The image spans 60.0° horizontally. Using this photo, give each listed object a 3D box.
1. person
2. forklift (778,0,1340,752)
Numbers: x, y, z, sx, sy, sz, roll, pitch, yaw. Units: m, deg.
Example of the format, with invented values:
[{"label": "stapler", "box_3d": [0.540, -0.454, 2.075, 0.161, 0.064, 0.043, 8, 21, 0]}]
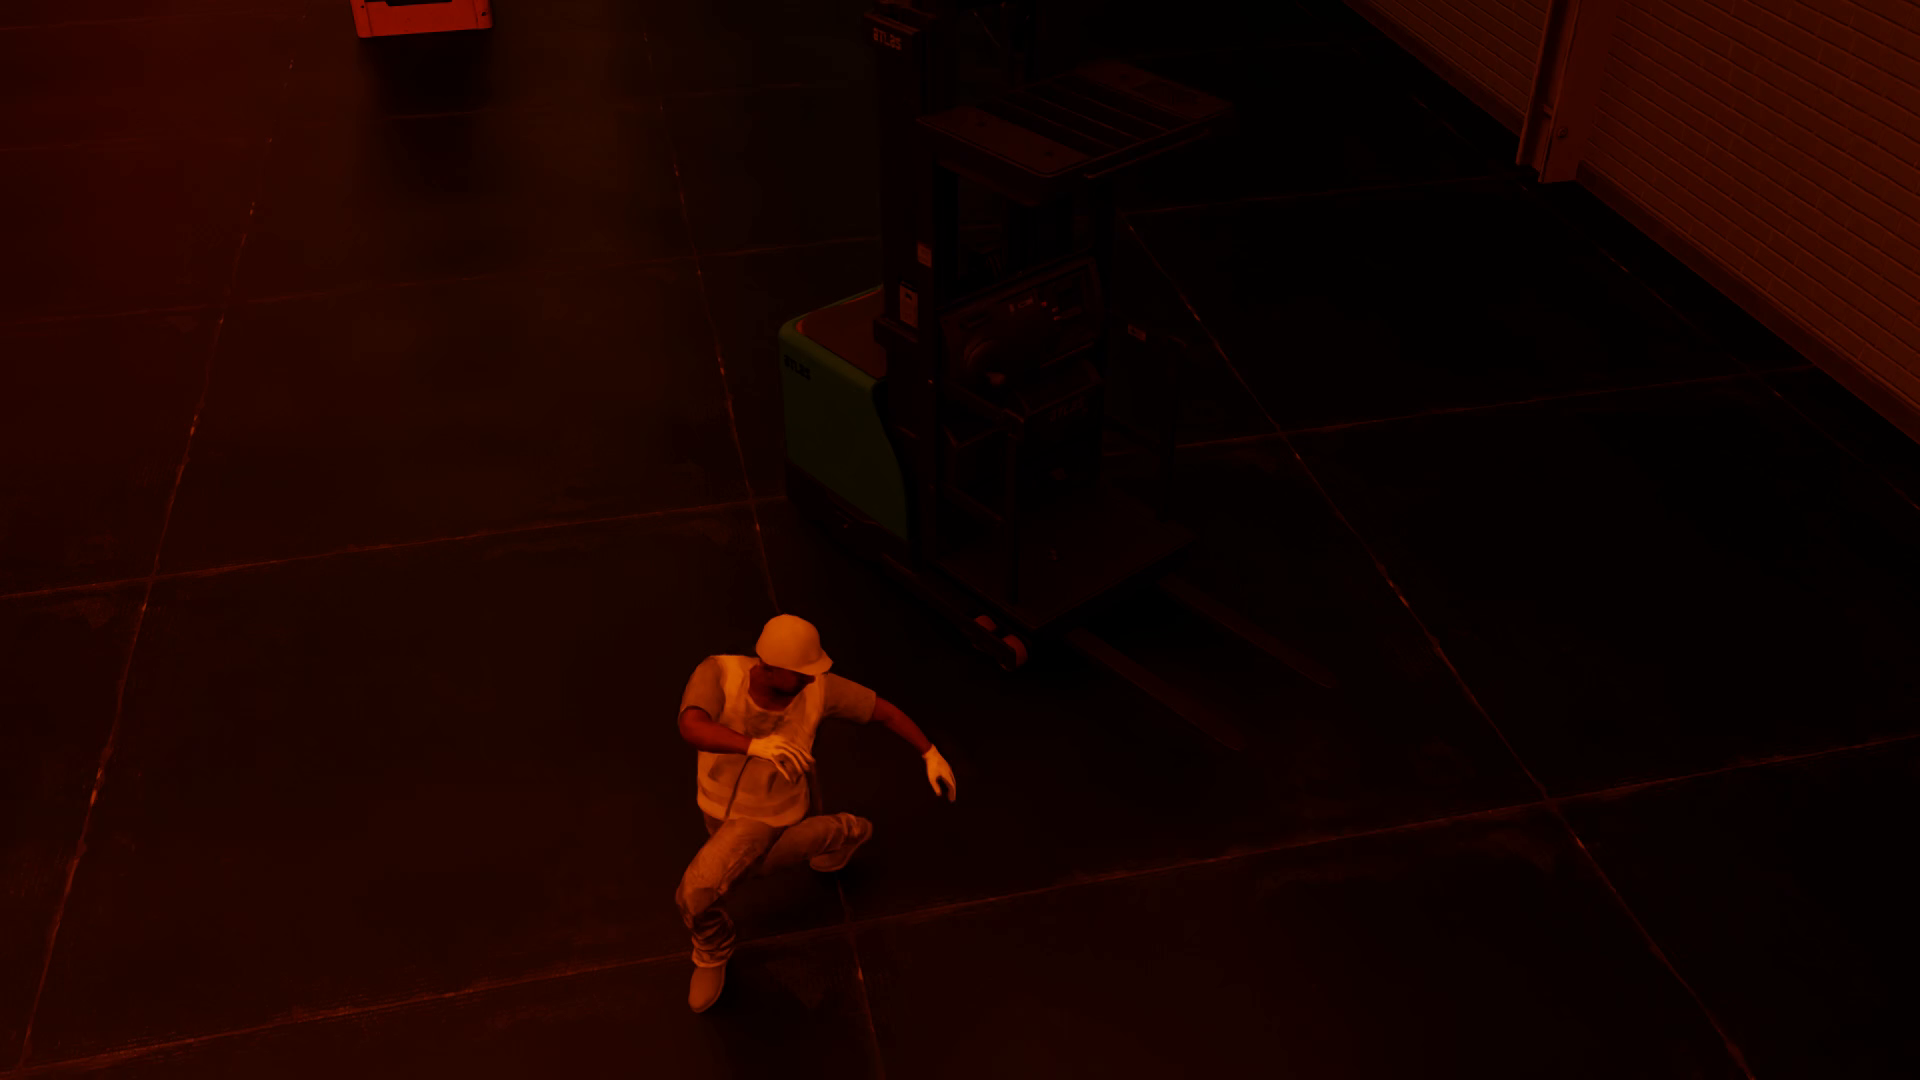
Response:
[{"label": "person", "box_3d": [-0.570, 0.944, 5.978, 0.857, 1.499, 0.996, 18, 40, 24]}, {"label": "forklift", "box_3d": [0.428, -0.919, 7.327, 1.130, 2.935, 3.031, -27, 44, -32]}]
